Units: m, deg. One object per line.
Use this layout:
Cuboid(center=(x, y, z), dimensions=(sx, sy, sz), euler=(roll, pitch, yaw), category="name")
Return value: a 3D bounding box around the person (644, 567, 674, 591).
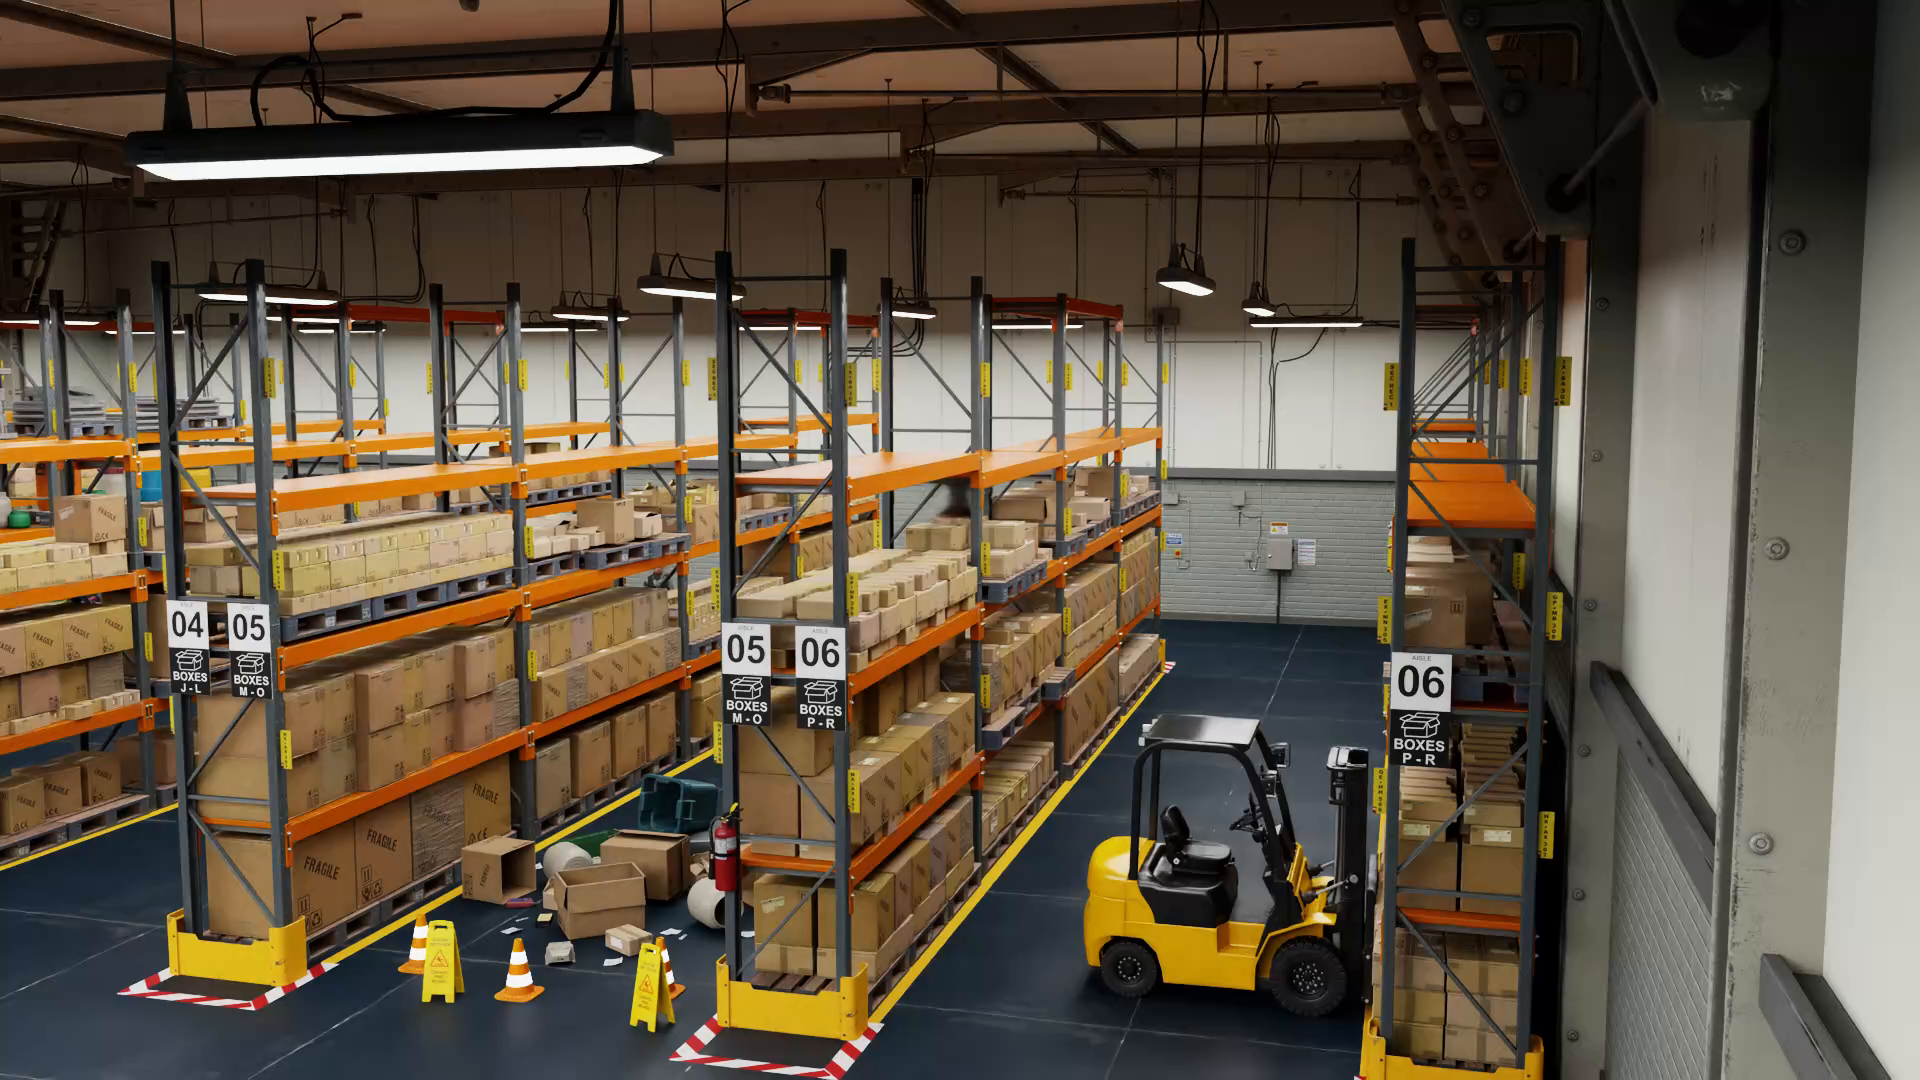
Cuboid(center=(-5.365, 1.214, 29.557), dimensions=(0.666, 1.681, 1.066), euler=(1, 6, 12), category="person")
